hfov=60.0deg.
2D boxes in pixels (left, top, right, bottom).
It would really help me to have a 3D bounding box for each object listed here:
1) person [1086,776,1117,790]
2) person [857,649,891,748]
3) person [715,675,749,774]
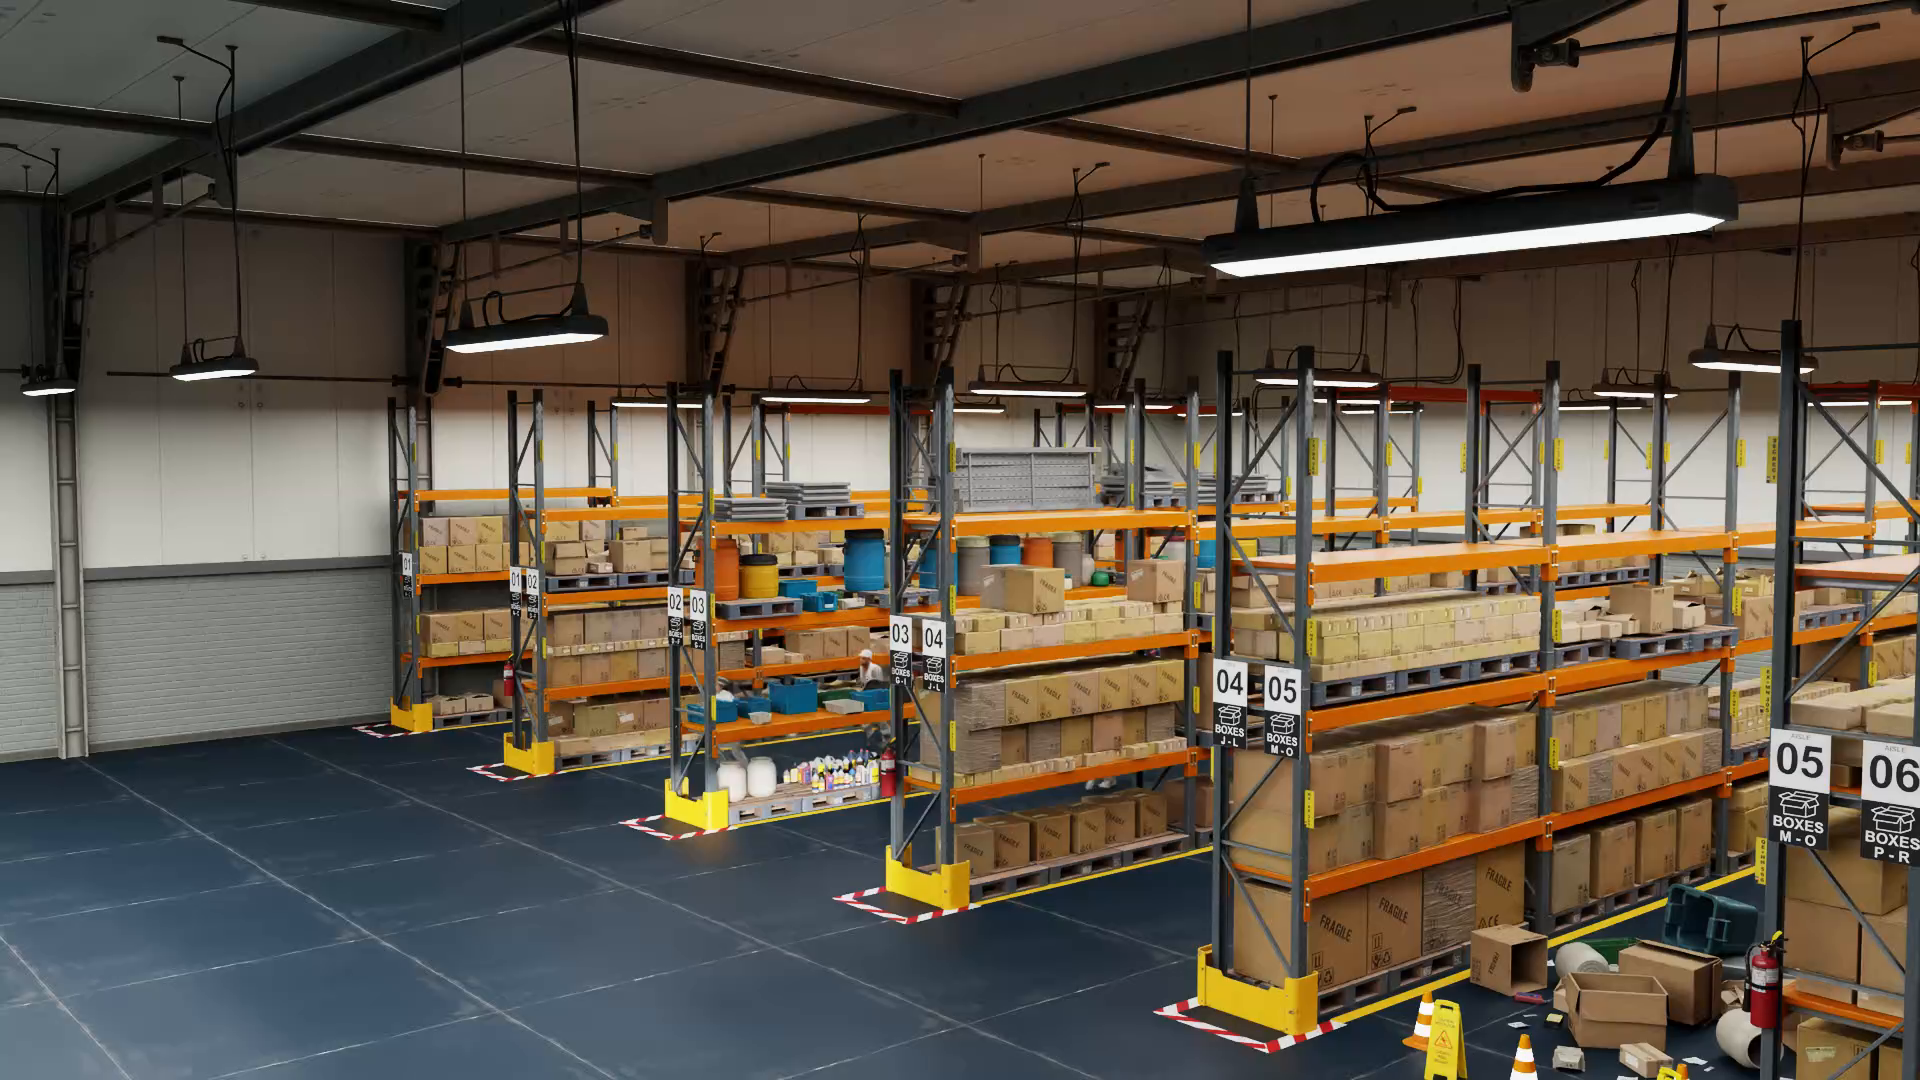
[{"bbox_3d":[1.992,2.855,24.532,0.690,1.707,0.961,3,5,43],"label":"person"},{"bbox_3d":[-1.471,2.658,27.843,0.642,1.700,0.887,3,4,38],"label":"person"},{"bbox_3d":[-3.506,2.864,25.102,0.785,1.686,0.581,-2,4,-33],"label":"person"}]
